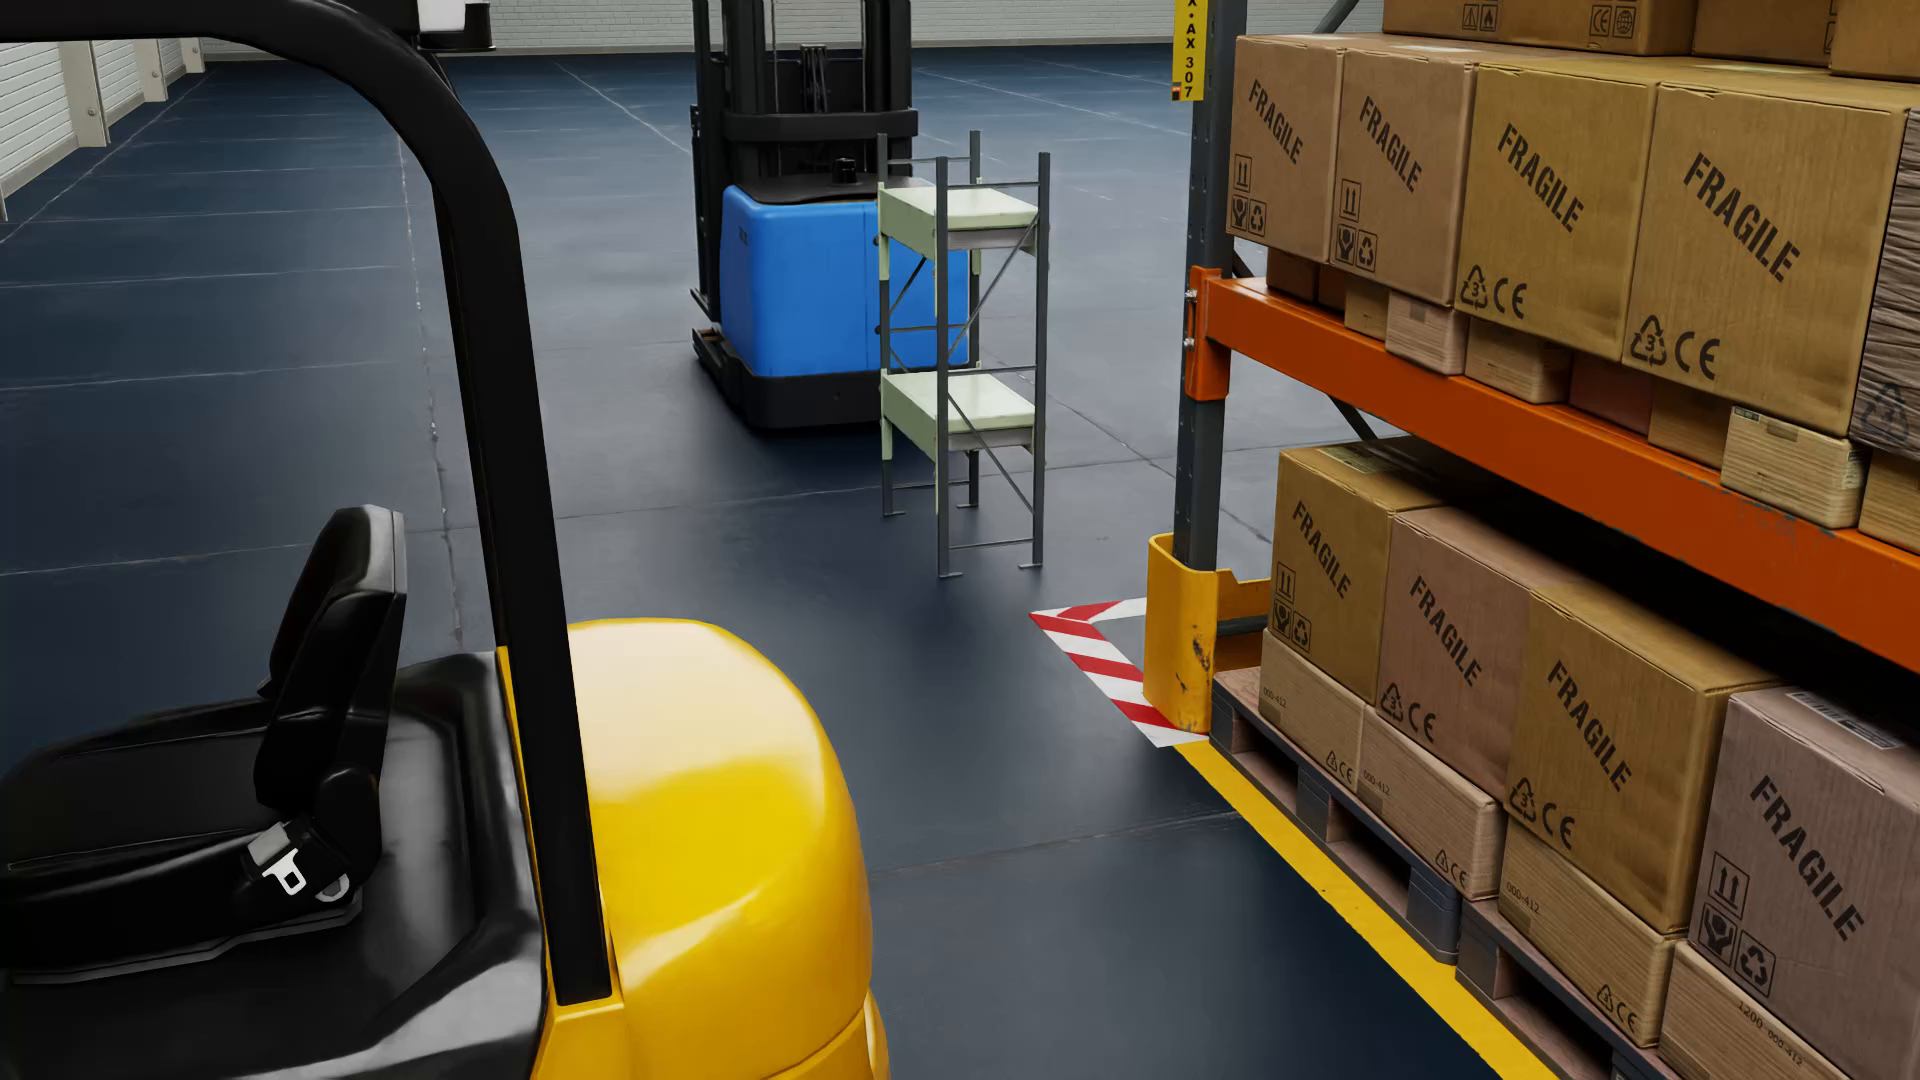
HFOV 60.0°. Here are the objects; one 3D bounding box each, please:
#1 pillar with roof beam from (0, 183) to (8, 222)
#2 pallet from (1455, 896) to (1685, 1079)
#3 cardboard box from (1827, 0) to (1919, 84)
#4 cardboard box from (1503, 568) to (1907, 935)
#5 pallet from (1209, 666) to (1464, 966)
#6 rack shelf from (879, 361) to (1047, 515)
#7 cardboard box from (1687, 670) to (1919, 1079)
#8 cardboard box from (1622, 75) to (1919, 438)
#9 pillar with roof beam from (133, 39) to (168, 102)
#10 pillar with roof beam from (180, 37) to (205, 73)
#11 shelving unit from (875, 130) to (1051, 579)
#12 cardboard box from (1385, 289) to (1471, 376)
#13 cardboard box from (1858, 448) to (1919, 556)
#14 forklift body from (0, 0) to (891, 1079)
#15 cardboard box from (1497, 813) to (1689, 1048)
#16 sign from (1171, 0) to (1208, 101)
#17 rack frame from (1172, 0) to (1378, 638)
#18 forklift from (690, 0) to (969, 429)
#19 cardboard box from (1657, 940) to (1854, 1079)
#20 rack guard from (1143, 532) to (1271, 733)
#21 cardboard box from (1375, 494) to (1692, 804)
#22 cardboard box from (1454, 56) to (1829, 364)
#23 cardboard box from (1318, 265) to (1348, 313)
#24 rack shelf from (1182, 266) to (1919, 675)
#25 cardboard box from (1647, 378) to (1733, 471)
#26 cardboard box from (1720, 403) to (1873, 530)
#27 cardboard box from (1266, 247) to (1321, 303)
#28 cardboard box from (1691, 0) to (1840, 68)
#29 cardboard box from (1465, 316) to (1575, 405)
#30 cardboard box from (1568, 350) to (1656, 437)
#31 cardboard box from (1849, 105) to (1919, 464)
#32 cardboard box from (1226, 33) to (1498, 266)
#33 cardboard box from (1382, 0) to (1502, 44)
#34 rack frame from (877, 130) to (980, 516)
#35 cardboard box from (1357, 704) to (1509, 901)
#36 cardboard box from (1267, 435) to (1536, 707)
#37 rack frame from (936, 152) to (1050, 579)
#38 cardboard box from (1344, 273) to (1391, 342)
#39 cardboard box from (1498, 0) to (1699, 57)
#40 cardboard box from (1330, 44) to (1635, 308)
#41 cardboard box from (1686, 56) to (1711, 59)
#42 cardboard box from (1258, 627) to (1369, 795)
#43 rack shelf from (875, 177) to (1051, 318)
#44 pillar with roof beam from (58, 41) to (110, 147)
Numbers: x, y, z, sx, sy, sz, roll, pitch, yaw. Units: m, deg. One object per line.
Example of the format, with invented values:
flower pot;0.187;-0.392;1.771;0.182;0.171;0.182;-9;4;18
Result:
pillar with roof beam;-3.904;-7.268;13.338;9.100;9.000;0.400;-6;21;-17
pallet;1.754;1.008;3.297;1.003;0.211;1.213;-6;21;-17
cardboard box;1.931;-1.010;2.724;0.700;0.500;0.500;-7;21;-18
cardboard box;1.446;0.385;3.245;0.500;0.500;0.500;-6;21;-16
pallet;1.374;0.617;4.385;1.003;0.211;1.213;-6;21;-17
rack shelf;-0.002;-0.401;6.279;0.431;0.370;0.720;-6;21;-17
cardboard box;1.622;0.555;2.770;0.500;0.500;0.500;-5;20;-14
cardboard box;1.509;-0.498;2.777;0.500;0.500;0.500;-7;21;-18
pillar with roof beam;-7.676;-11.119;24.059;9.100;9.000;0.400;-6;21;-17
pillar with roof beam;-9.562;-13.044;29.420;9.100;9.000;0.400;-6;21;-17
shelving unit;-0.002;-0.708;6.169;0.431;1.500;0.755;-6;21;-17
cardboard box;1.174;-0.475;3.673;0.380;0.149;0.250;-6;21;-16
cardboard box;1.621;-0.064;2.528;0.380;0.149;0.250;-7;21;-18
forklift body;-1.255;0.359;2.235;2.313;2.155;1.214;-6;21;-17
cardboard box;1.456;0.739;3.367;0.500;0.250;0.500;-5;20;-14
sign;0.613;-1.333;4.411;0.100;0.325;0.005;-6;21;-17
rack frame;1.128;-0.984;4.718;1.000;3.000;0.127;-6;21;-17
forklift;-0.853;-2.353;8.632;1.130;2.935;3.031;-6;21;-15
cardboard box;1.612;0.902;2.915;0.500;0.250;0.500;-6;21;-16
rack guard;1.152;0.217;5.073;1.175;0.500;0.348;-6;21;-17
cardboard box;1.296;0.223;3.696;0.500;0.500;0.500;-7;21;-19
cardboard box;1.341;-0.660;3.229;0.500;0.500;0.500;-7;21;-18
cardboard box;1.132;-0.655;4.174;0.380;0.149;0.250;-6;21;-16
rack shelf;1.757;-0.003;3.053;1.077;0.370;4.000;-6;21;-17
cardboard box;1.482;-0.229;2.989;0.380;0.149;0.250;-7;21;-19
cardboard box;1.505;-0.142;2.747;0.380;0.149;0.250;-6;21;-17
cardboard box;1.039;-0.735;4.396;0.380;0.149;0.250;-6;21;-17
cardboard box;1.906;-1.185;3.210;0.700;0.500;0.500;-7;21;-18
cardboard box;1.287;-0.395;3.452;0.380;0.149;0.250;-6;21;-16
cardboard box;1.427;-0.317;3.233;0.380;0.149;0.250;-6;21;-15
cardboard box;1.674;-0.334;2.321;0.500;0.500;0.500;-6;21;-16
cardboard box;1.014;-0.989;4.146;0.500;0.500;0.500;-7;21;-18
cardboard box;1.496;-1.501;4.090;0.700;0.500;0.500;-7;21;-19
rack frame;-0.117;-0.825;6.496;0.400;1.500;0.023;-6;21;-17
cardboard box;1.273;0.566;3.851;0.500;0.250;0.500;-6;21;-15
cardboard box;1.127;0.056;4.161;0.500;0.500;0.500;-7;21;-19
rack frame;0.113;-0.591;5.842;0.400;1.500;0.023;-6;21;-17
cardboard box;1.138;-0.561;3.913;0.380;0.149;0.250;-7;21;-19
cardboard box;1.648;-1.337;3.636;0.700;0.500;0.500;-6;21;-17
cardboard box;1.180;-0.823;3.684;0.500;0.500;0.500;-6;21;-16
cardboard box;1.713;-0.865;3.799;0.500;0.500;0.500;-6;21;-17
cardboard box;1.119;0.401;4.309;0.500;0.250;0.500;-7;21;-18
rack shelf;-0.002;-1.075;6.037;0.431;0.370;0.720;-6;21;-17
pillar with roof beam;-5.790;-9.193;18.699;9.100;9.000;0.400;-6;21;-17
